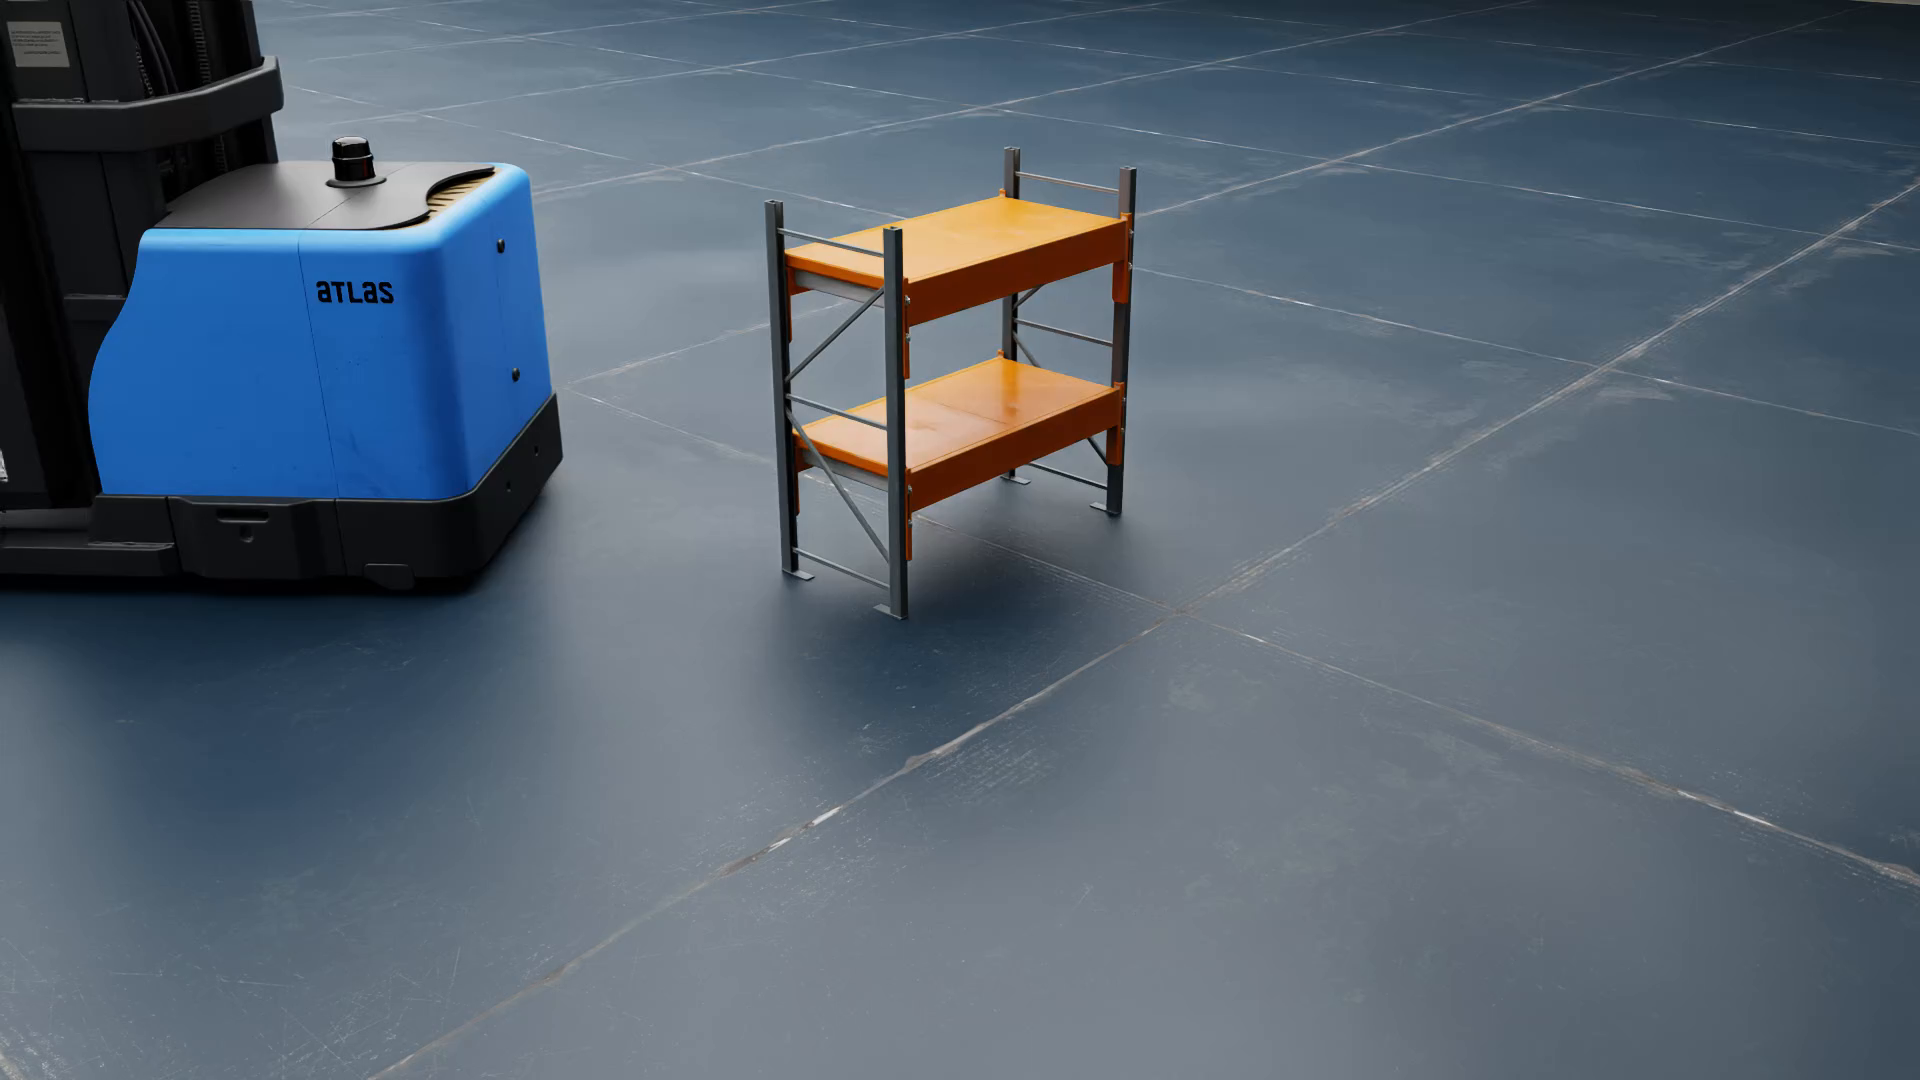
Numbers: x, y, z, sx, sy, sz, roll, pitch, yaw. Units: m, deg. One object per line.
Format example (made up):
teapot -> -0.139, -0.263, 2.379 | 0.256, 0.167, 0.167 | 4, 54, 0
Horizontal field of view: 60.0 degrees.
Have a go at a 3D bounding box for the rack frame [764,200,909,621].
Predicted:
rack frame -> -0.344, -0.356, 4.670 | 0.500, 1.125, 0.032 | 20, 31, 38

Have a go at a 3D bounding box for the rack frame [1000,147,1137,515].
rack frame -> 0.335, -0.666, 5.361 | 0.500, 1.125, 0.032 | 20, 31, 38

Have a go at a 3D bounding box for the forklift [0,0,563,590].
forklift -> -2.893, -1.403, 4.797 | 3.031, 2.935, 1.130 | 1, 24, 3

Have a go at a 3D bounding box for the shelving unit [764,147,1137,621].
shelving unit -> -0.005, -0.511, 5.015 | 0.538, 1.125, 1.048 | 20, 31, 38

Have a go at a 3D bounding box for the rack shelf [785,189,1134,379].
rack shelf -> -0.005, -0.778, 4.896 | 0.538, 0.278, 1.000 | 20, 31, 38

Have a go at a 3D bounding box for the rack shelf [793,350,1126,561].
rack shelf -> -0.005, -0.288, 5.115 | 0.538, 0.278, 1.000 | 20, 31, 38
